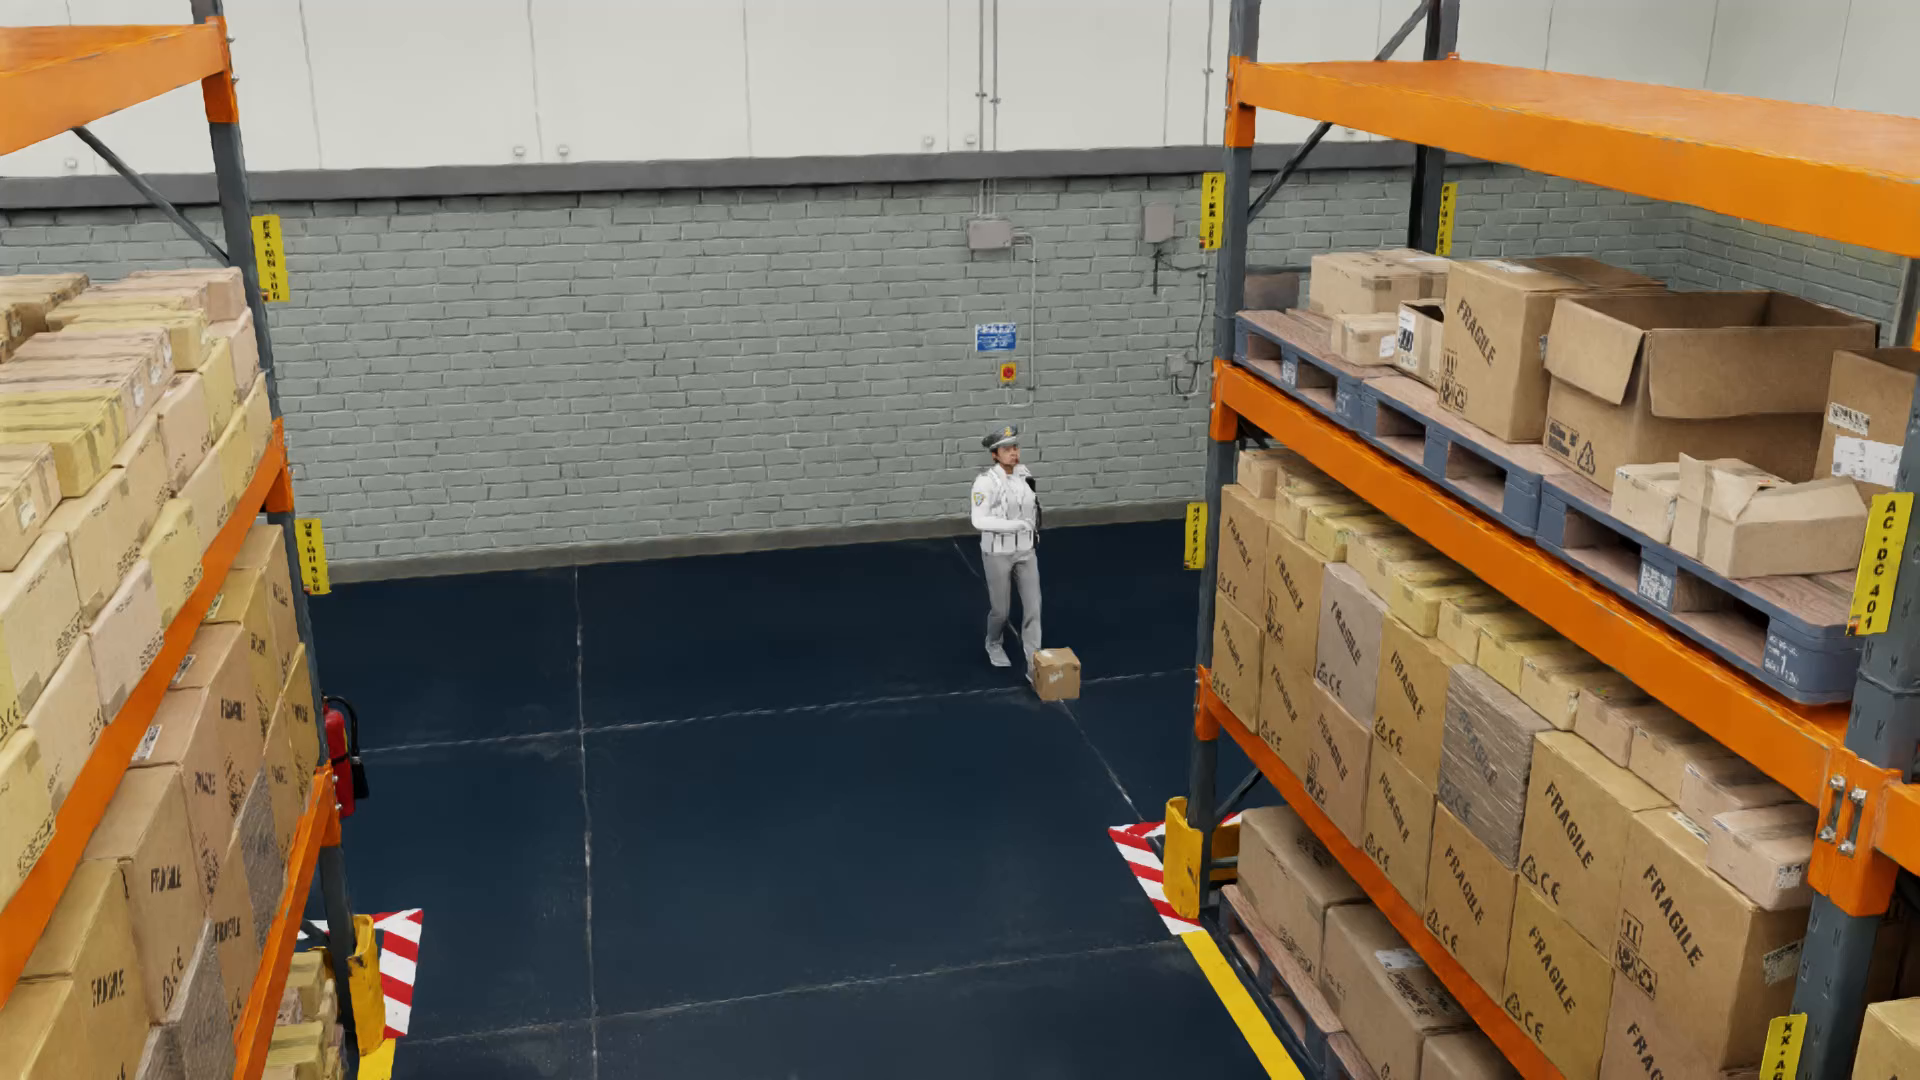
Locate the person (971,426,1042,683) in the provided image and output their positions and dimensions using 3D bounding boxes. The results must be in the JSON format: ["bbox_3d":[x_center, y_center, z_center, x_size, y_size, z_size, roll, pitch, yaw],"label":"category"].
[{"bbox_3d":[0.368,0.109,10.733,0.572,1.686,0.789,-9,21,-23],"label":"person"}]
